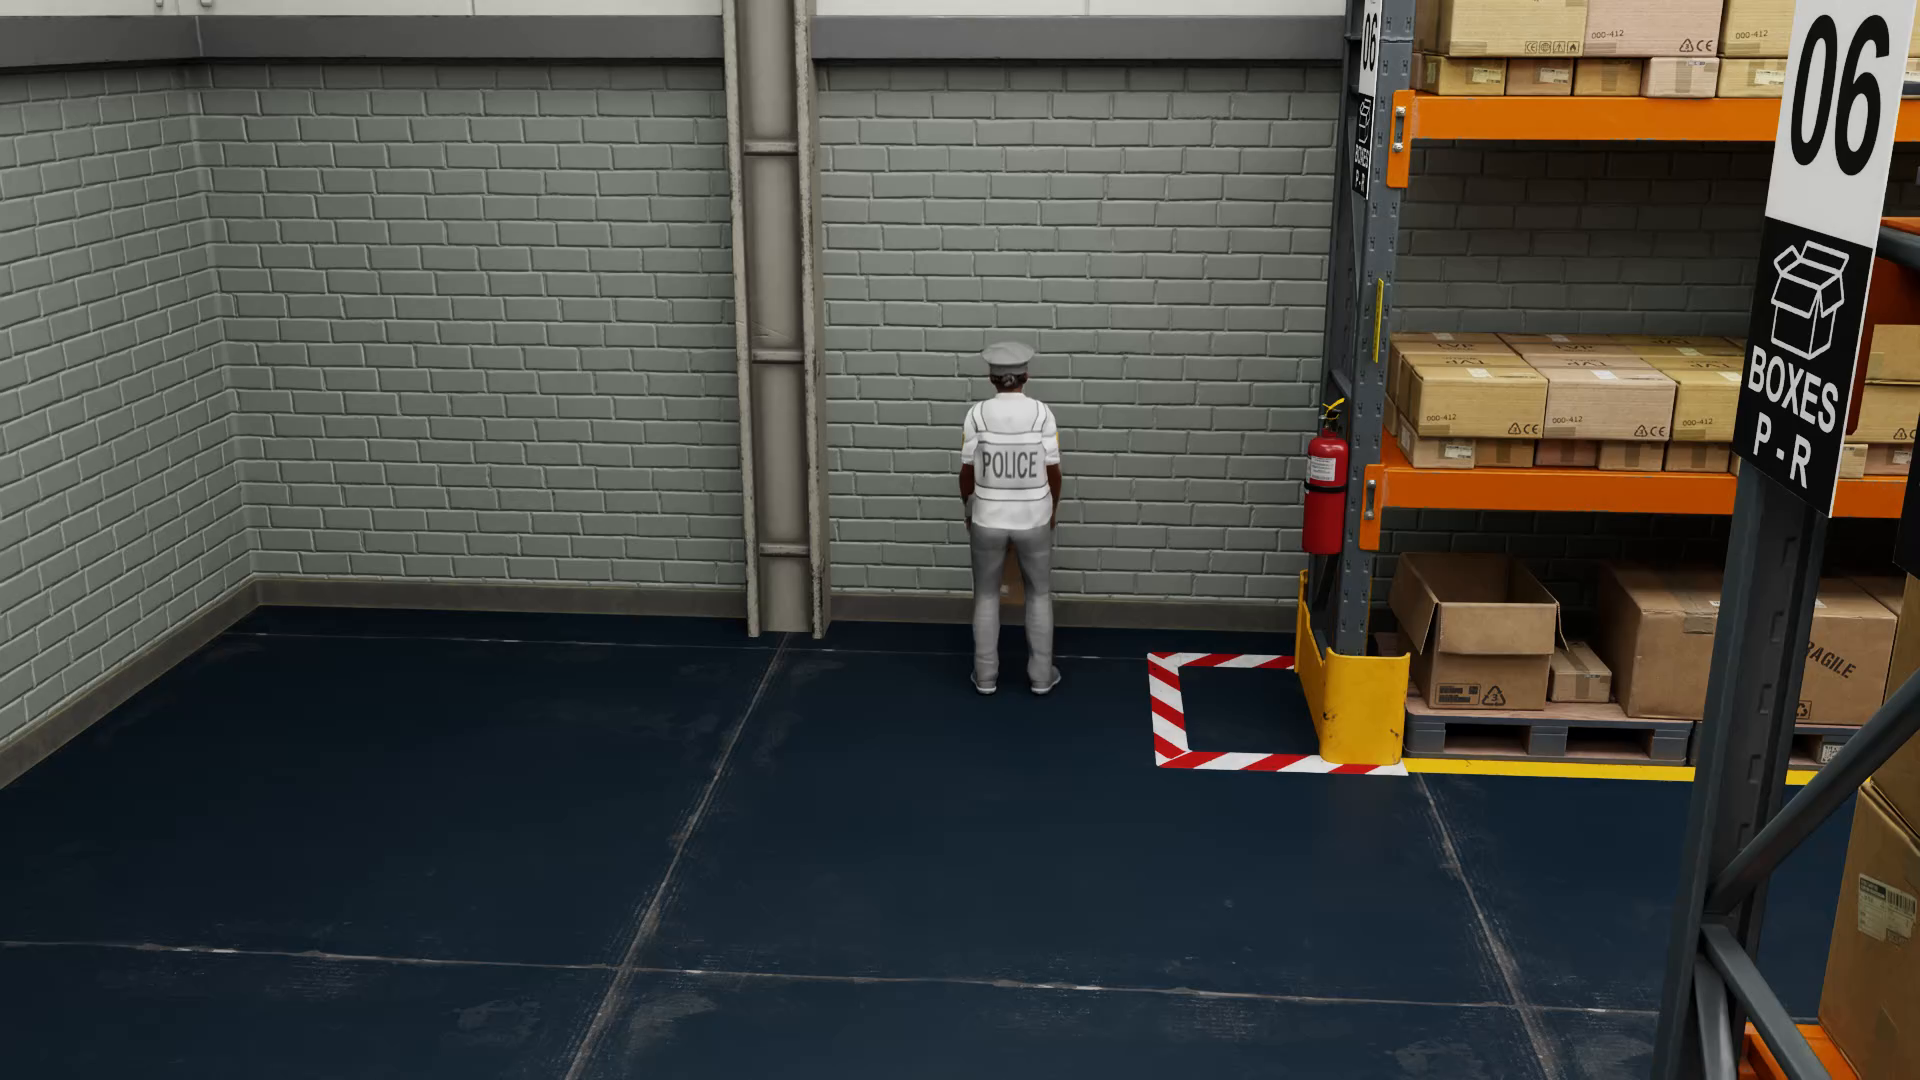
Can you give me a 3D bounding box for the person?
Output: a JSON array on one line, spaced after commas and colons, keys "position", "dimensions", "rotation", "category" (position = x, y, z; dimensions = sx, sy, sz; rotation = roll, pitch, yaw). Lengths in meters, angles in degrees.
[{"position": [0.242, -0.082, 7.791], "dimensions": [0.494, 1.670, 0.370], "rotation": [1, 18, 2], "category": "person"}]
